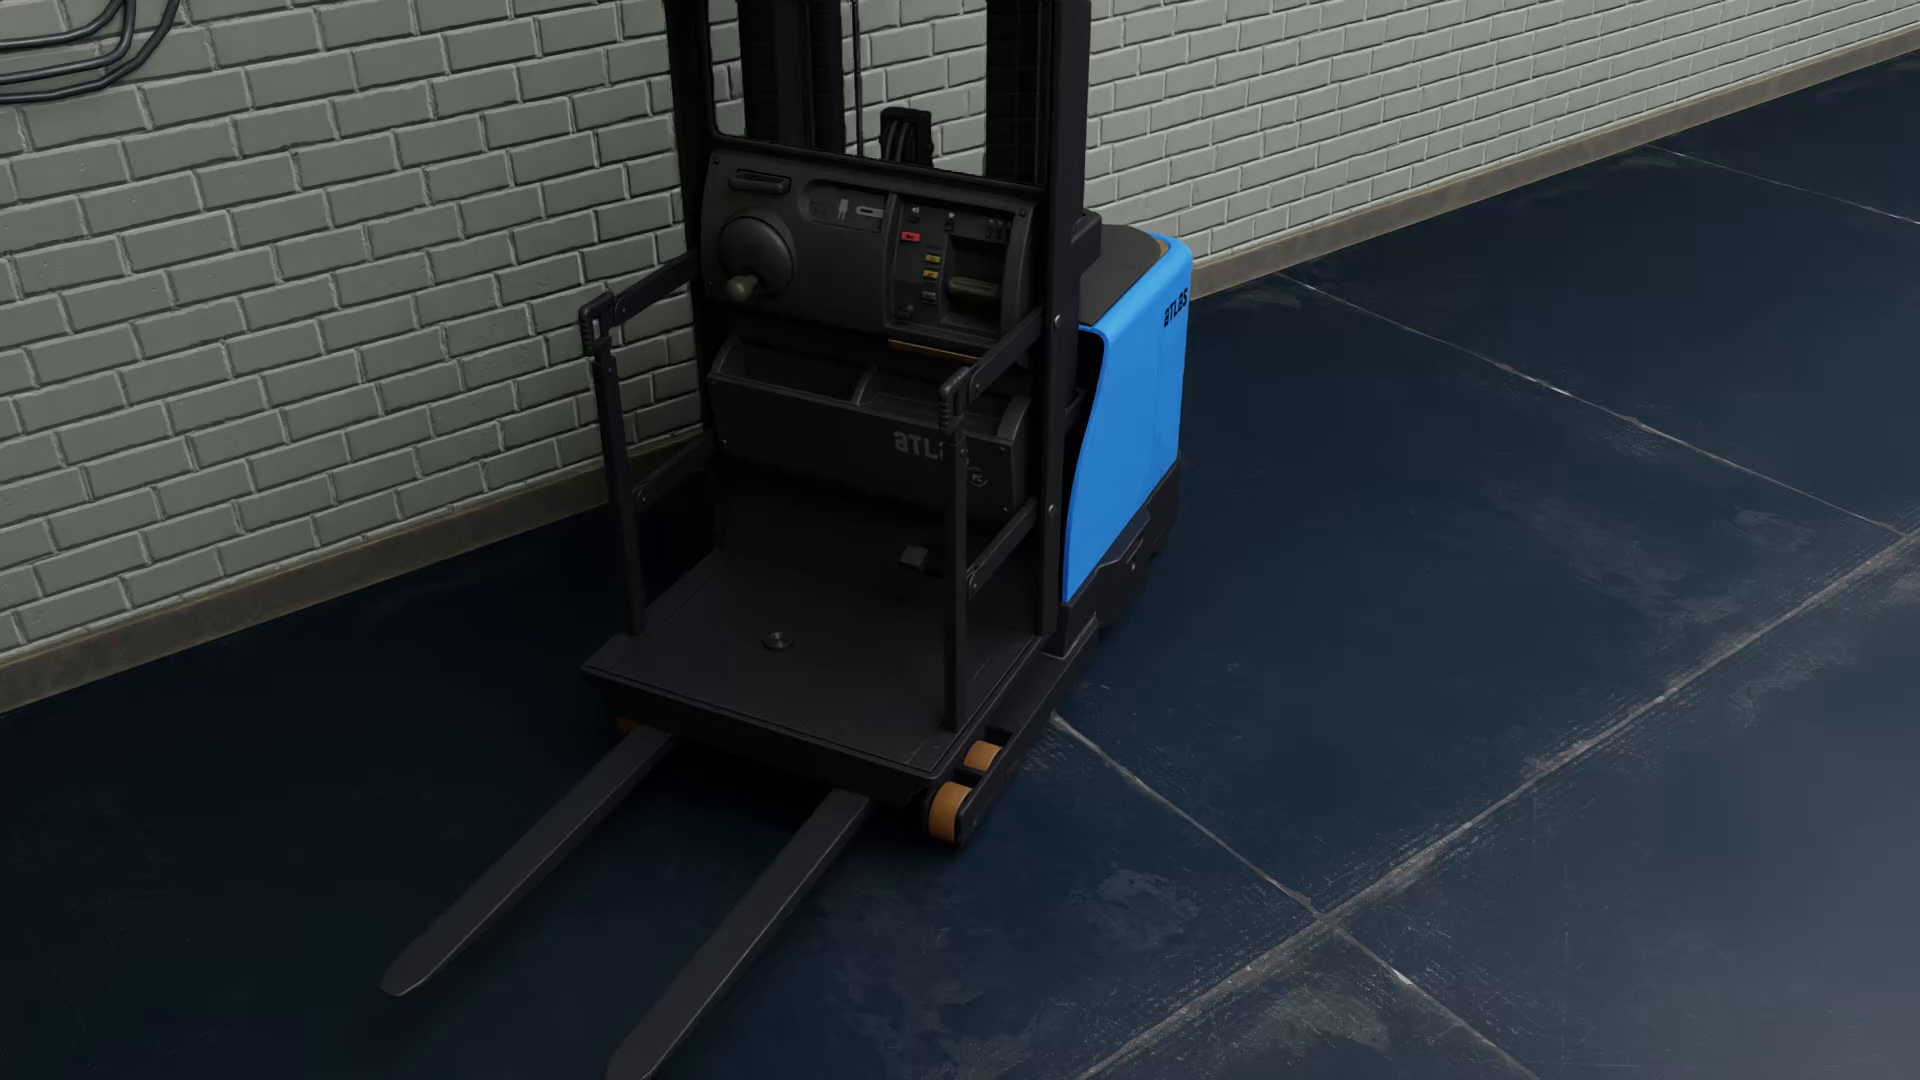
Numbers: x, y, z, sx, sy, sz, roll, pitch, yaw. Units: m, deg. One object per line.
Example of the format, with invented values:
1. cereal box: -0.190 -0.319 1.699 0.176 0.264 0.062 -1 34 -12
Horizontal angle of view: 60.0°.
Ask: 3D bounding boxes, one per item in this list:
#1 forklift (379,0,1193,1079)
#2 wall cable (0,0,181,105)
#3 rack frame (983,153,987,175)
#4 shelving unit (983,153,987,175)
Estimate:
1. forklift: -0.344 -0.697 4.094 1.130 2.935 3.031 14 35 22
2. wall cable: -3.232 -1.818 3.092 3.097 2.526 0.112 -22 38 -31
3. rack frame: 0.148 -0.825 5.942 0.006 1.200 0.240 20 37 29
4. shelving unit: 0.223 -0.798 5.897 0.189 1.200 0.258 20 37 29
